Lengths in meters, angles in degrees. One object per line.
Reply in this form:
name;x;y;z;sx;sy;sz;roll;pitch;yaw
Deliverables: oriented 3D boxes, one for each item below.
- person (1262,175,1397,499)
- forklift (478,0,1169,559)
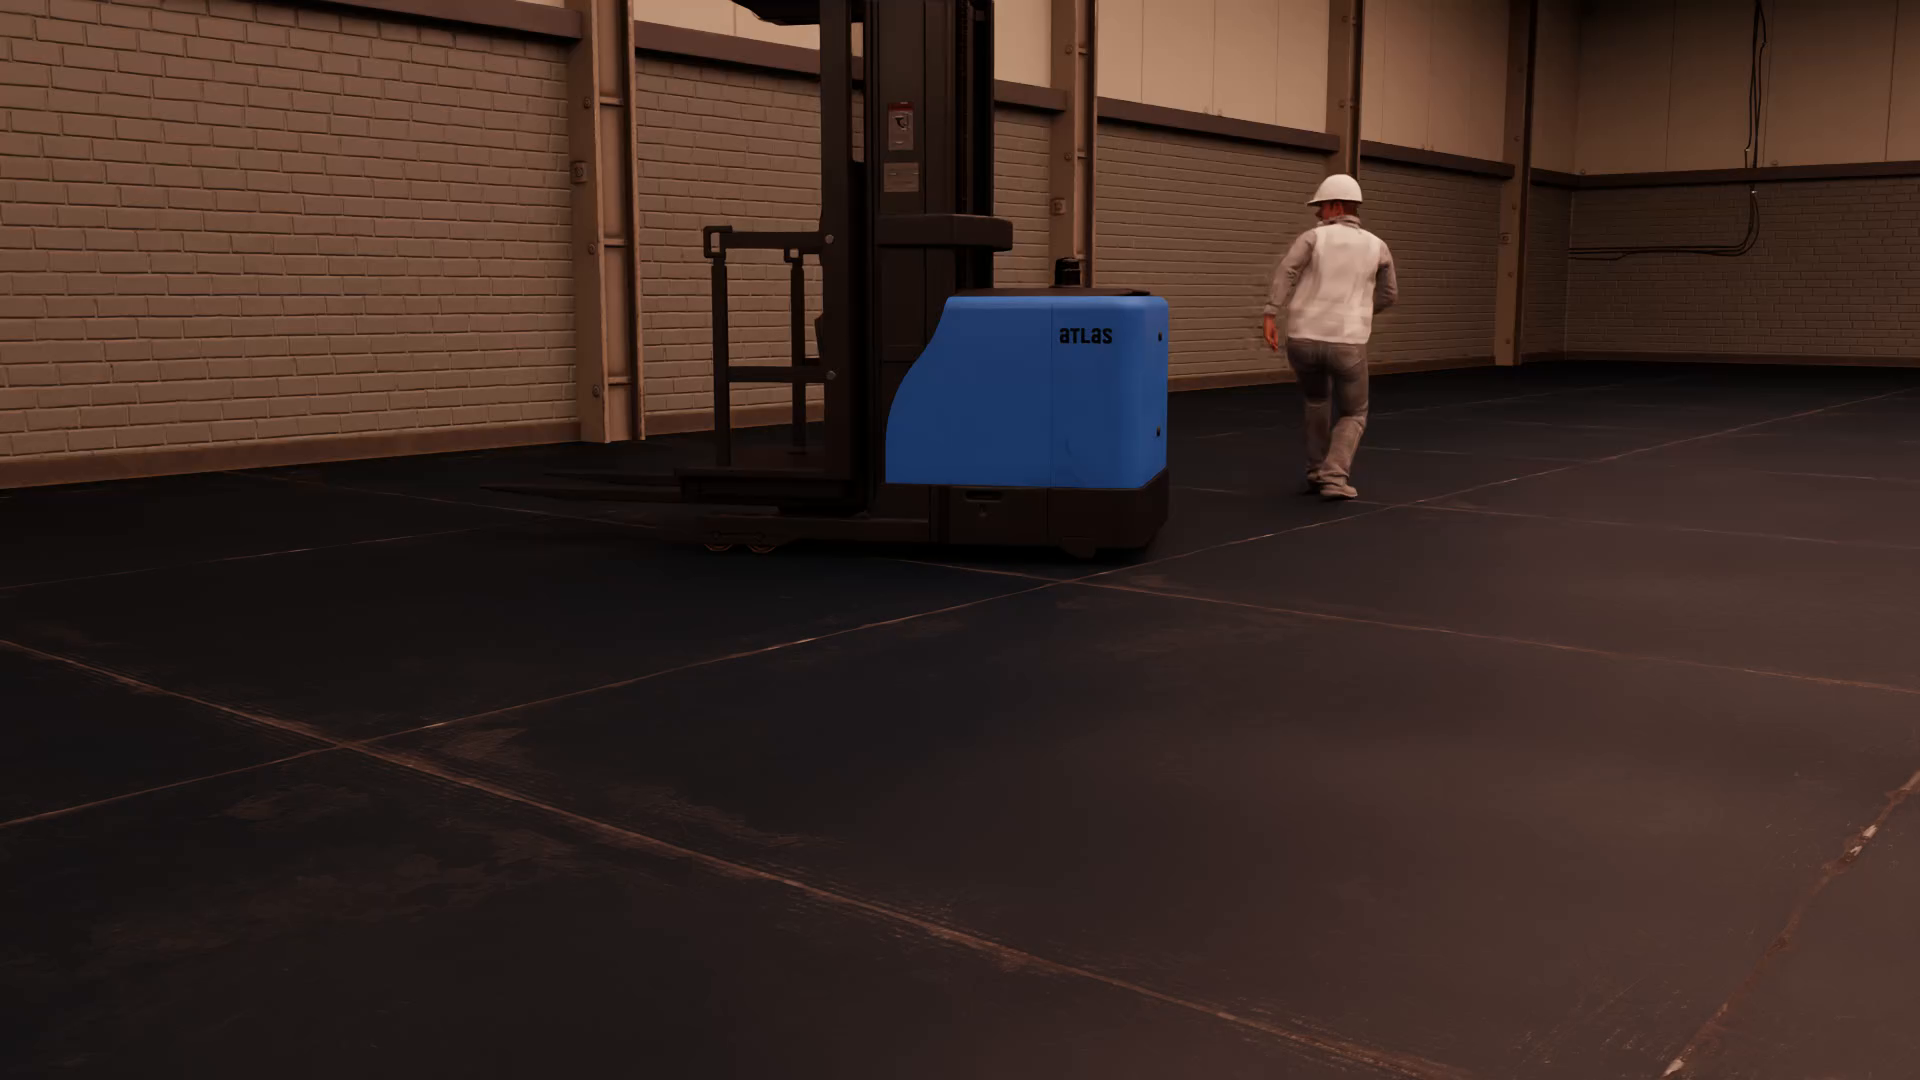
person;1.978;-1.047;8.862;0.621;1.769;0.769;4;9;23
forklift;-0.628;-1.464;7.289;3.031;2.935;1.130;2;9;13
